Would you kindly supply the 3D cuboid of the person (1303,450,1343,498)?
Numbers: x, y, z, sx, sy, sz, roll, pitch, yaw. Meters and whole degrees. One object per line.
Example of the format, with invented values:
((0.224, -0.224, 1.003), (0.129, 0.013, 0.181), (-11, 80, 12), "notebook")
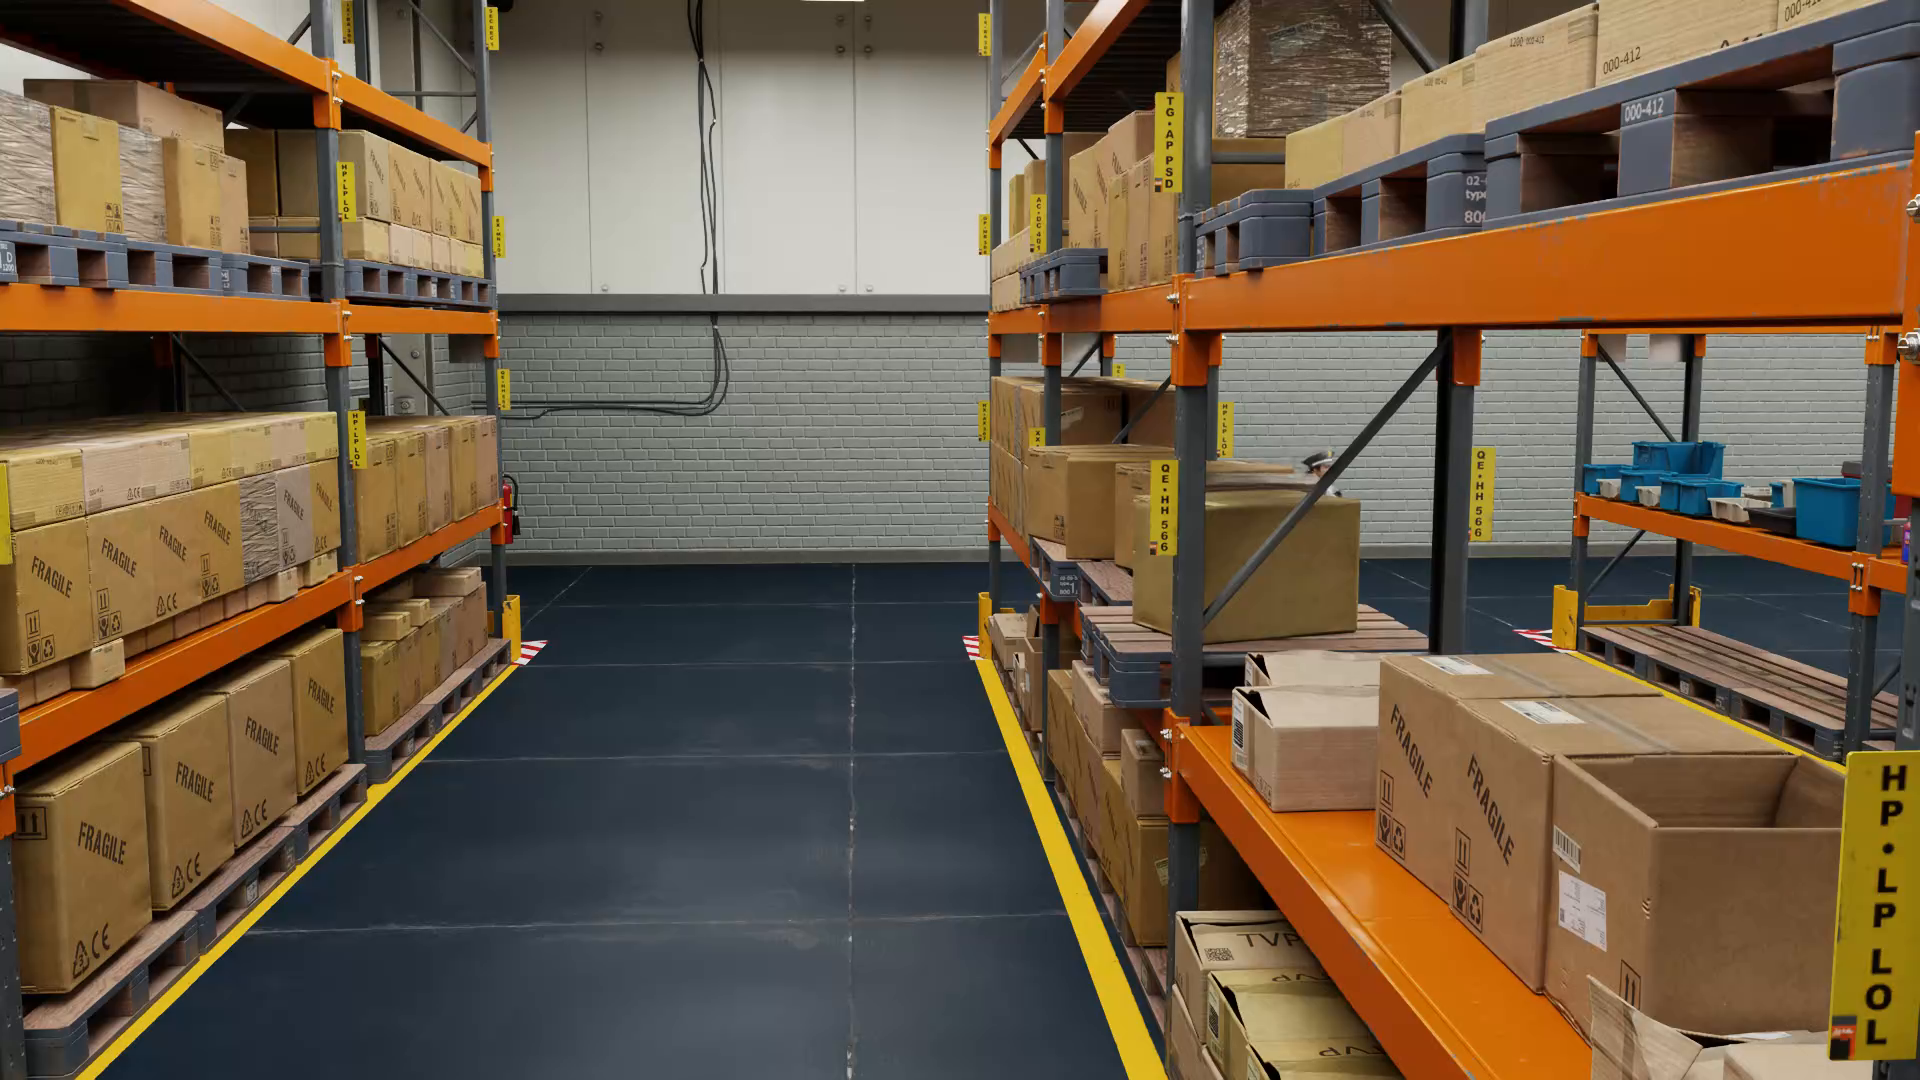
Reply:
((3.031, 0.134, 13.719), (0.606, 1.760, 0.478), (6, 9, 39), "person")
